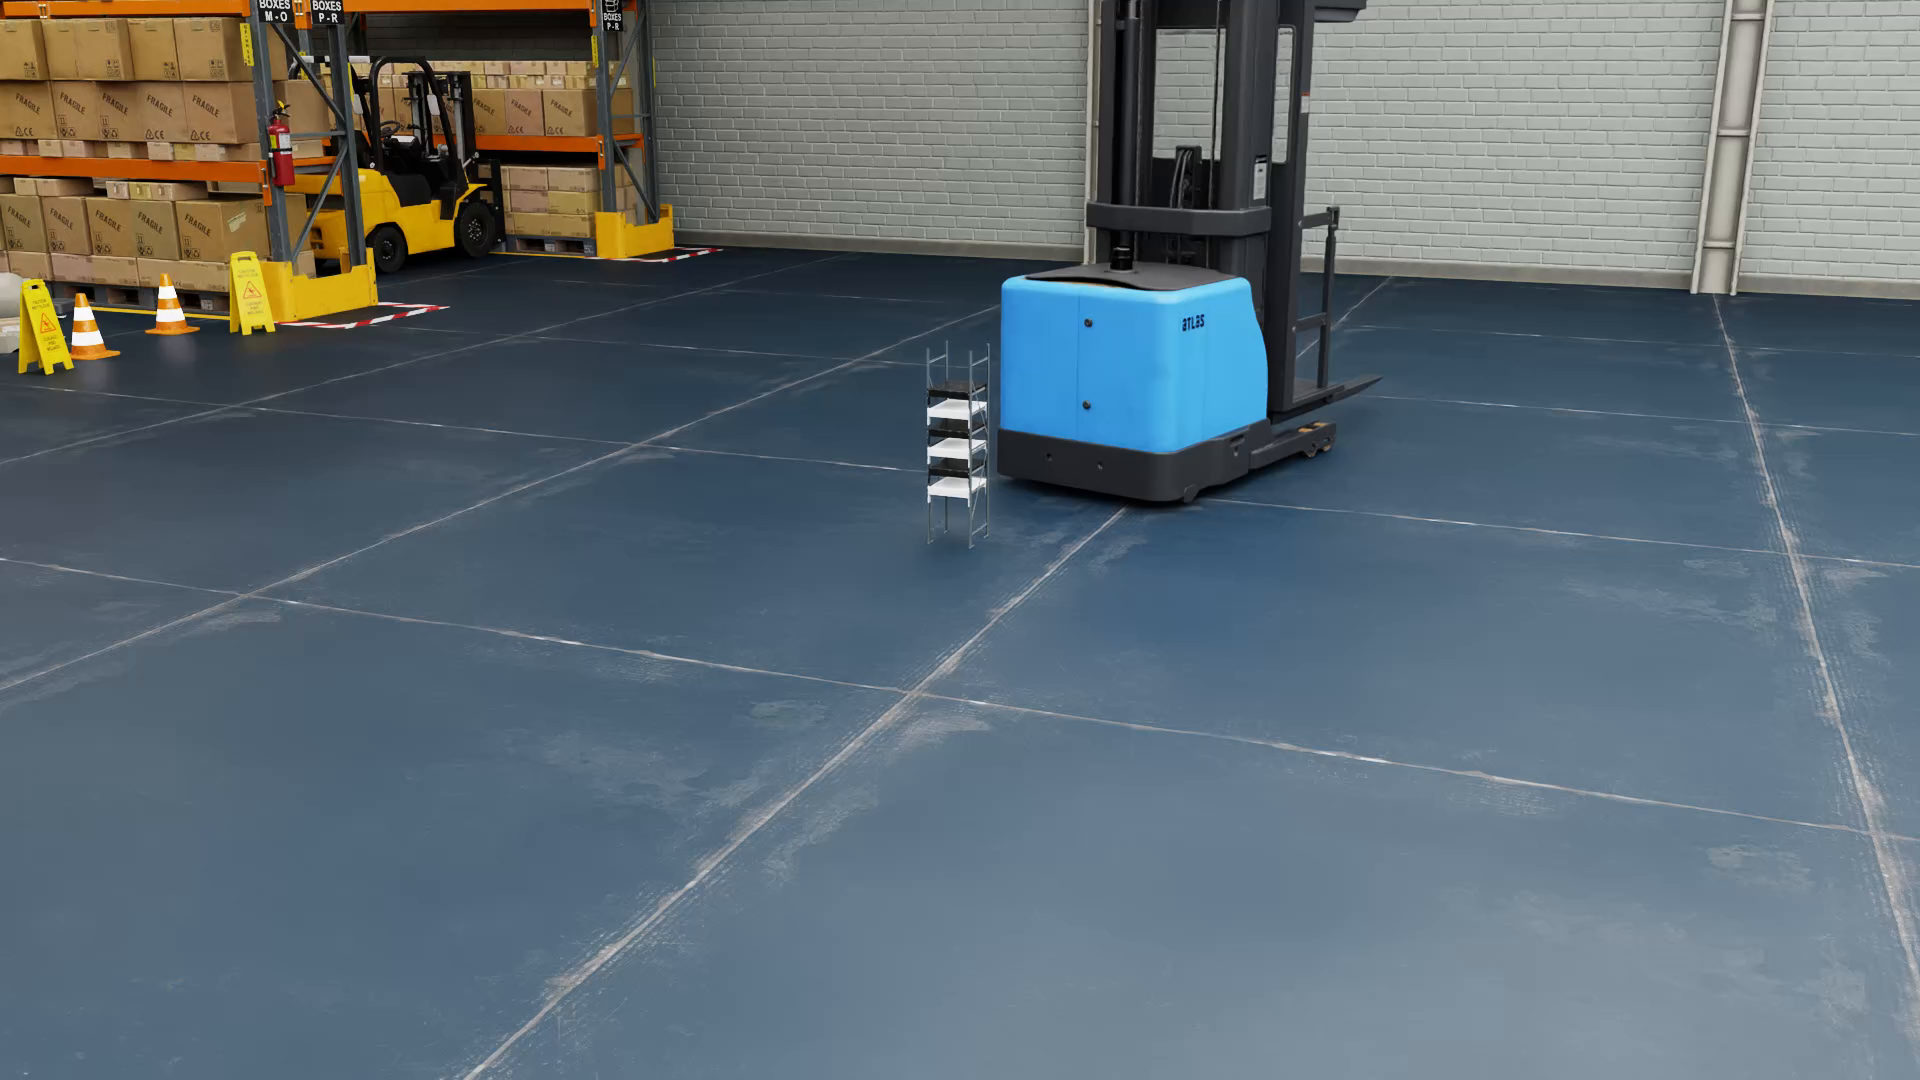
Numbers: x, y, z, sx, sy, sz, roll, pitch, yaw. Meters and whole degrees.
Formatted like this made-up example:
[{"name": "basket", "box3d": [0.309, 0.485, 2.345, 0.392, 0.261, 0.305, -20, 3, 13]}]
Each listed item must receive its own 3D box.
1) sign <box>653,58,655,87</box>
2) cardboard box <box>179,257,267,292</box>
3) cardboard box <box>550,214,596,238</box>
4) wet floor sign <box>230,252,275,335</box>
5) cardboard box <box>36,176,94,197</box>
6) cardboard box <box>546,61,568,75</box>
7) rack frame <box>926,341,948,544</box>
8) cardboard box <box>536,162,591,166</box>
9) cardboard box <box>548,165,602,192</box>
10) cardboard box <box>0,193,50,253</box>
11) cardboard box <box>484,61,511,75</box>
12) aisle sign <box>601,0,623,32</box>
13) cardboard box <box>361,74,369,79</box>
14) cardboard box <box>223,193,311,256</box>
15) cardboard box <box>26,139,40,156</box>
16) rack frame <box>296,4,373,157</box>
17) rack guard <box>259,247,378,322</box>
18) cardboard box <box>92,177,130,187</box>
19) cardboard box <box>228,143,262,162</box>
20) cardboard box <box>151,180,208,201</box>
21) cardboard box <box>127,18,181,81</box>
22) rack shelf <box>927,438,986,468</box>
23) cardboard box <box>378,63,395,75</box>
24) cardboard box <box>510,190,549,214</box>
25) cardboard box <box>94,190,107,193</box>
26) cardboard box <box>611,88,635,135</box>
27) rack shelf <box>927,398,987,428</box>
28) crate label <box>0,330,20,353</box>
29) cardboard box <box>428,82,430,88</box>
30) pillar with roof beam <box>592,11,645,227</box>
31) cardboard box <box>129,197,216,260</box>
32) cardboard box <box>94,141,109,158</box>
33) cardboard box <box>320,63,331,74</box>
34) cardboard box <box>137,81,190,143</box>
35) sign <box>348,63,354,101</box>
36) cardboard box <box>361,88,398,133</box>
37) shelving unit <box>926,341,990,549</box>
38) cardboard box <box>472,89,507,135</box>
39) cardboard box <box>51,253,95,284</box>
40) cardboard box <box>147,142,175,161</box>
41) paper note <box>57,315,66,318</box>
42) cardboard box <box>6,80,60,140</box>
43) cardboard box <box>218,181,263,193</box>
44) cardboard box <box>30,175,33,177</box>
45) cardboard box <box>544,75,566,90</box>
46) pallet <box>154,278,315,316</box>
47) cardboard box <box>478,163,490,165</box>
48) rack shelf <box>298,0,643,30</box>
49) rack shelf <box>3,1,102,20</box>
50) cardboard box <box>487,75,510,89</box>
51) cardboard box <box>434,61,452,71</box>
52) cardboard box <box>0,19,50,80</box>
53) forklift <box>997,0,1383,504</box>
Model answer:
[{"name": "sign", "box3d": [-3.497, -5.312, 18.896, 0.005, 0.325, 0.100, 6, 17, 21]}, {"name": "cardboard box", "box3d": [-6.397, -2.323, 14.476, 0.500, 0.250, 0.500, 6, 17, 20]}, {"name": "cardboard box", "box3d": [-4.260, -3.562, 18.742, 0.500, 0.250, 0.500, 6, 17, 21]}, {"name": "wet floor sign", "box3d": [-5.740, -1.999, 13.403, 0.232, 0.644, 0.267, 14, 21, 40]}, {"name": "cardboard box", "box3d": [-7.971, -3.151, 14.819, 0.250, 0.149, 0.380, 7, 18, 24]}, {"name": "cardboard box", "box3d": [-4.358, -5.216, 18.385, 0.250, 0.149, 0.380, 6, 17, 21]}, {"name": "rack frame", "box3d": [-0.102, -0.443, 7.587, 0.006, 0.900, 0.240, 6, 17, 21]}, {"name": "cardboard box", "box3d": [-4.550, -4.224, 19.230, 0.500, 0.250, 0.500, 6, 17, 21]}, {"name": "cardboard box", "box3d": [-4.249, -4.042, 18.603, 0.500, 0.250, 0.500, 7, 18, 22]}, {"name": "cardboard box", "box3d": [-8.293, -2.895, 15.100, 0.500, 0.500, 0.500, 7, 18, 23]}, {"name": "cardboard box", "box3d": [-5.099, -5.279, 18.600, 0.250, 0.149, 0.380, 7, 18, 22]}, {"name": "aisle sign", "box3d": [-3.753, -5.880, 17.886, 0.004, 0.787, 0.394, 6, 17, 21]}, {"name": "cardboard box", "box3d": [-6.734, -5.337, 19.335, 0.250, 0.149, 0.380, 6, 17, 21]}, {"name": "cardboard box", "box3d": [-6.196, -2.825, 14.857, 0.500, 0.500, 0.500, 6, 17, 19]}, {"name": "cardboard box", "box3d": [-8.081, -3.515, 14.852, 0.250, 0.149, 0.380, 6, 17, 20]}, {"name": "rack frame", "box3d": [-7.428, -5.124, 19.943, 0.127, 3.000, 1.000, 6, 17, 21]}, {"name": "rack guard", "box3d": [-5.595, -2.234, 14.473, 0.348, 0.500, 1.175, 6, 17, 21]}, {"name": "cardboard box", "box3d": [-10.573, -4.527, 21.393, 0.625, 0.625, 0.875, 7, 18, 22]}, {"name": "cardboard box", "box3d": [-5.951, -3.289, 14.074, 0.250, 0.149, 0.380, 7, 18, 22]}, {"name": "cardboard box", "box3d": [-6.731, -3.014, 14.346, 0.250, 0.149, 0.380, 7, 18, 22]}, {"name": "cardboard box", "box3d": [-6.548, -4.147, 14.073, 0.500, 0.500, 0.700, 6, 17, 21]}, {"name": "rack shelf", "box3d": [-0.008, -0.401, 7.560, 0.200, 0.077, 0.258, 6, 17, 21]}, {"name": "cardboard box", "box3d": [-6.521, -5.437, 19.144, 0.250, 0.149, 0.380, 7, 17, 22]}, {"name": "cardboard box", "box3d": [-4.737, -3.859, 18.867, 0.500, 0.250, 0.500, 6, 17, 20]}, {"name": "cardboard box", "box3d": [-7.648, -2.983, 15.402, 0.500, 0.500, 0.500, 7, 18, 24]}, {"name": "cardboard box", "box3d": [-4.066, -4.885, 18.942, 0.500, 0.500, 0.500, 7, 18, 22]}, {"name": "rack shelf", "box3d": [-0.008, -0.574, 7.510, 0.200, 0.077, 0.258, 6, 17, 21]}, {"name": "crate label", "box3d": [-7.243, -1.503, 12.606, 0.298, 0.136, 0.250, -2, 16, -8]}, {"name": "cardboard box", "box3d": [-6.047, -5.244, 19.015, 0.250, 0.149, 0.380, 6, 17, 19]}, {"name": "pillar with roof beam", "box3d": [-5.603, -6.784, 14.902, 0.400, 9.000, 9.100, 6, 17, 21]}, {"name": "cardboard box", "box3d": [-6.852, -2.735, 14.548, 0.500, 0.500, 0.500, 7, 18, 23]}, {"name": "cardboard box", "box3d": [-7.366, -3.450, 14.630, 0.250, 0.149, 0.380, 6, 17, 21]}, {"name": "cardboard box", "box3d": [-7.240, -5.517, 19.420, 0.250, 0.149, 0.380, 7, 17, 22]}, {"name": "cardboard box", "box3d": [-6.594, -3.654, 14.168, 0.500, 0.500, 0.500, 6, 17, 21]}, {"name": "sign", "box3d": [-5.325, -3.983, 14.462, 0.005, 0.325, 0.100, 6, 17, 21]}, {"name": "cardboard box", "box3d": [-6.620, -5.010, 19.371, 0.500, 0.500, 0.500, 7, 17, 22]}, {"name": "shelving unit", "box3d": [-0.008, -0.433, 7.551, 0.210, 0.900, 0.258, 6, 17, 21]}, {"name": "cardboard box", "box3d": [-5.217, -4.853, 18.830, 0.500, 0.500, 0.500, 6, 17, 20]}, {"name": "cardboard box", "box3d": [-7.800, -2.482, 15.020, 0.500, 0.250, 0.500, 6, 17, 20]}, {"name": "cardboard box", "box3d": [-6.708, -3.336, 14.237, 0.250, 0.149, 0.380, 7, 17, 22]}, {"name": "paper note", "box3d": [-7.718, -1.902, 14.171, 0.148, 0.019, 0.142, 0, 16, 1]}, {"name": "cardboard box", "box3d": [-8.001, -3.810, 14.703, 0.500, 0.500, 0.500, 6, 17, 20]}, {"name": "cardboard box", "box3d": [-8.636, -4.317, 20.670, 0.625, 0.625, 0.875, 6, 17, 20]}, {"name": "cardboard box", "box3d": [-12.083, -4.576, 21.785, 0.500, 0.500, 0.500, 6, 17, 20]}, {"name": "cardboard box", "box3d": [-4.381, -5.055, 18.365, 0.250, 0.149, 0.380, 7, 17, 22]}, {"name": "pallet", "box3d": [-6.338, -2.188, 14.831, 1.213, 0.211, 1.003, 6, 17, 21]}, {"name": "cardboard box", "box3d": [-5.668, -4.196, 19.131, 0.500, 0.250, 0.500, 6, 17, 20]}, {"name": "rack shelf", "box3d": [-5.567, -6.014, 18.920, 4.000, 0.370, 1.077, 6, 17, 21]}, {"name": "rack shelf", "box3d": [-13.009, -6.833, 21.739, 4.000, 0.370, 1.077, 6, 17, 21]}, {"name": "cardboard box", "box3d": [-5.092, -5.141, 18.660, 0.250, 0.149, 0.380, 6, 17, 19]}, {"name": "cardboard box", "box3d": [-5.774, -5.385, 18.965, 0.250, 0.149, 0.380, 6, 17, 21]}, {"name": "cardboard box", "box3d": [-7.991, -4.290, 14.563, 0.500, 0.500, 0.700, 6, 17, 19]}, {"name": "forklift", "box3d": [1.475, -1.937, 9.090, 1.130, 2.935, 3.031, 12, 20, 35]}]
